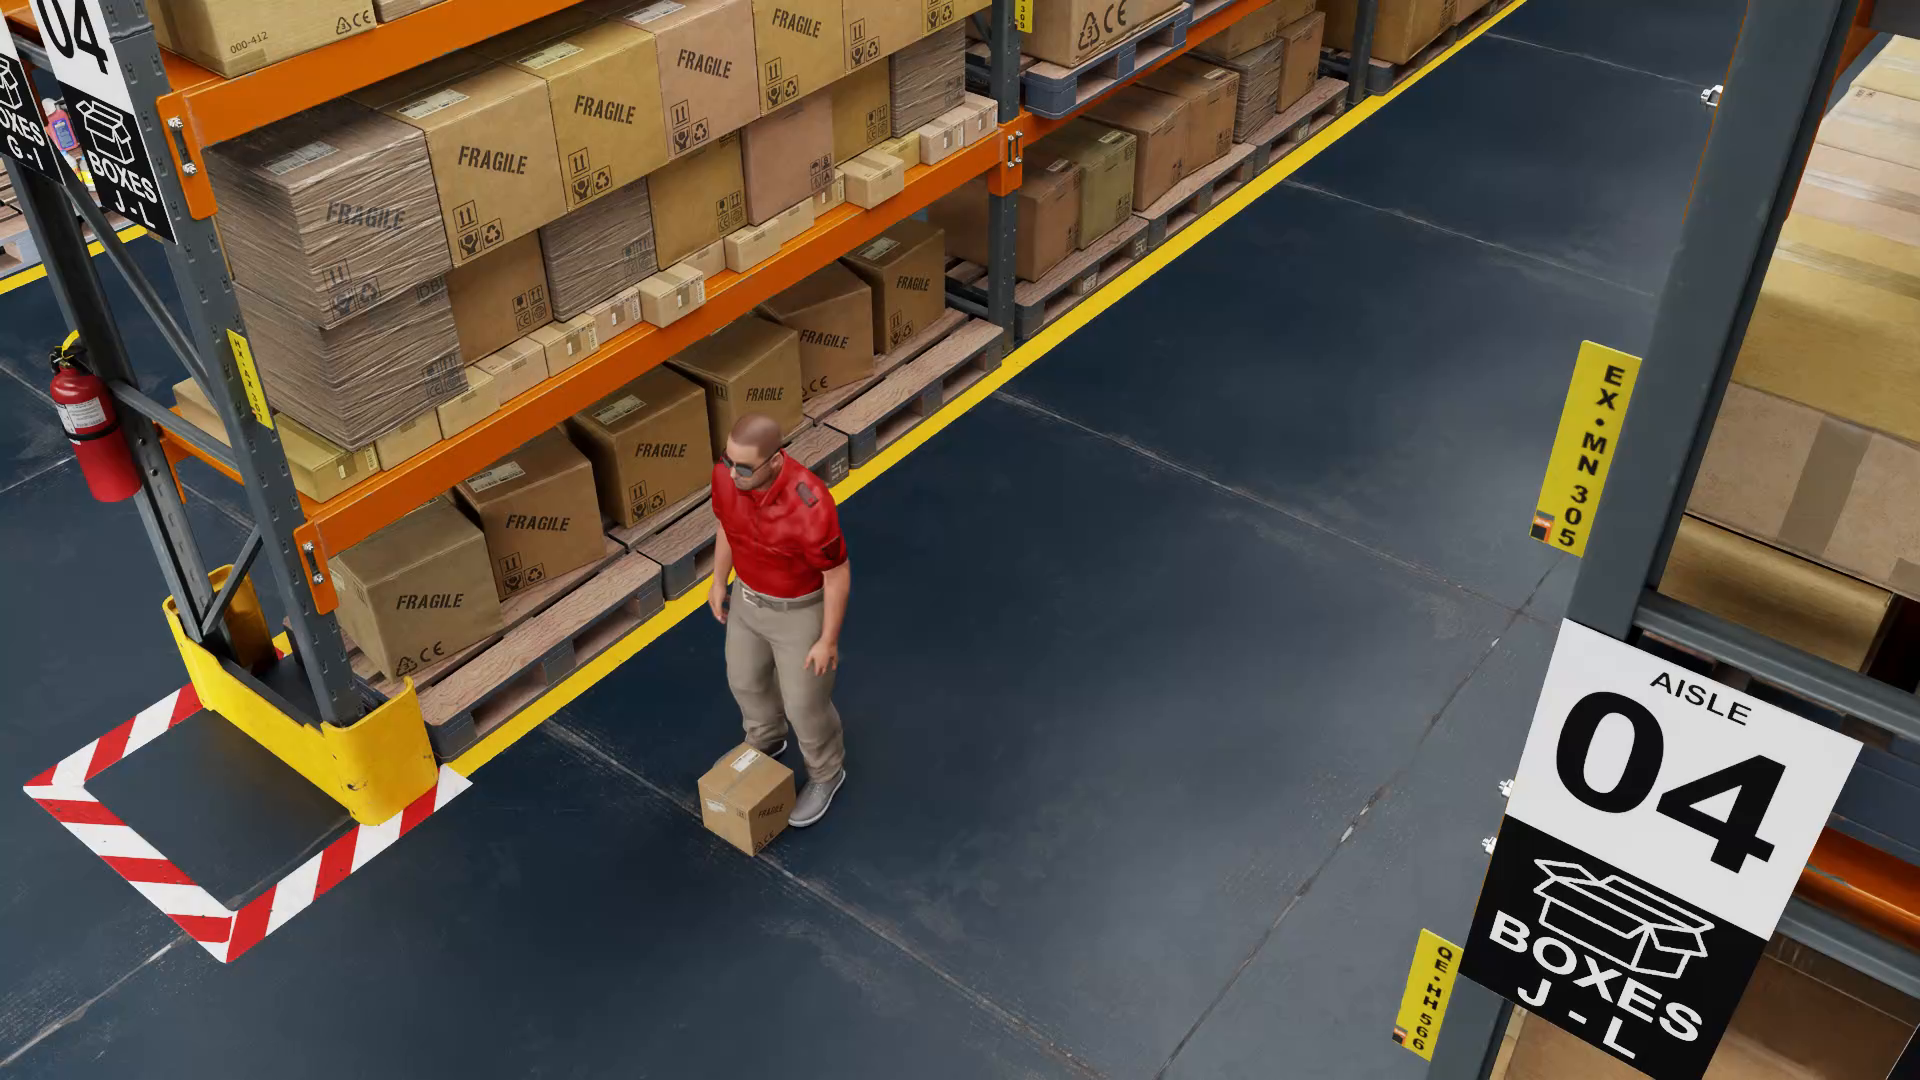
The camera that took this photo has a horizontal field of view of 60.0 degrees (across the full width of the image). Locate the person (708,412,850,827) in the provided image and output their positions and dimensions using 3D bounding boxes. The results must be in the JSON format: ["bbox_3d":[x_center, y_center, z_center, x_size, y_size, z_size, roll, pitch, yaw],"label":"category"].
[{"bbox_3d":[-0.637,0.252,5.849,0.585,1.727,0.392,26,45,29],"label":"person"}]
